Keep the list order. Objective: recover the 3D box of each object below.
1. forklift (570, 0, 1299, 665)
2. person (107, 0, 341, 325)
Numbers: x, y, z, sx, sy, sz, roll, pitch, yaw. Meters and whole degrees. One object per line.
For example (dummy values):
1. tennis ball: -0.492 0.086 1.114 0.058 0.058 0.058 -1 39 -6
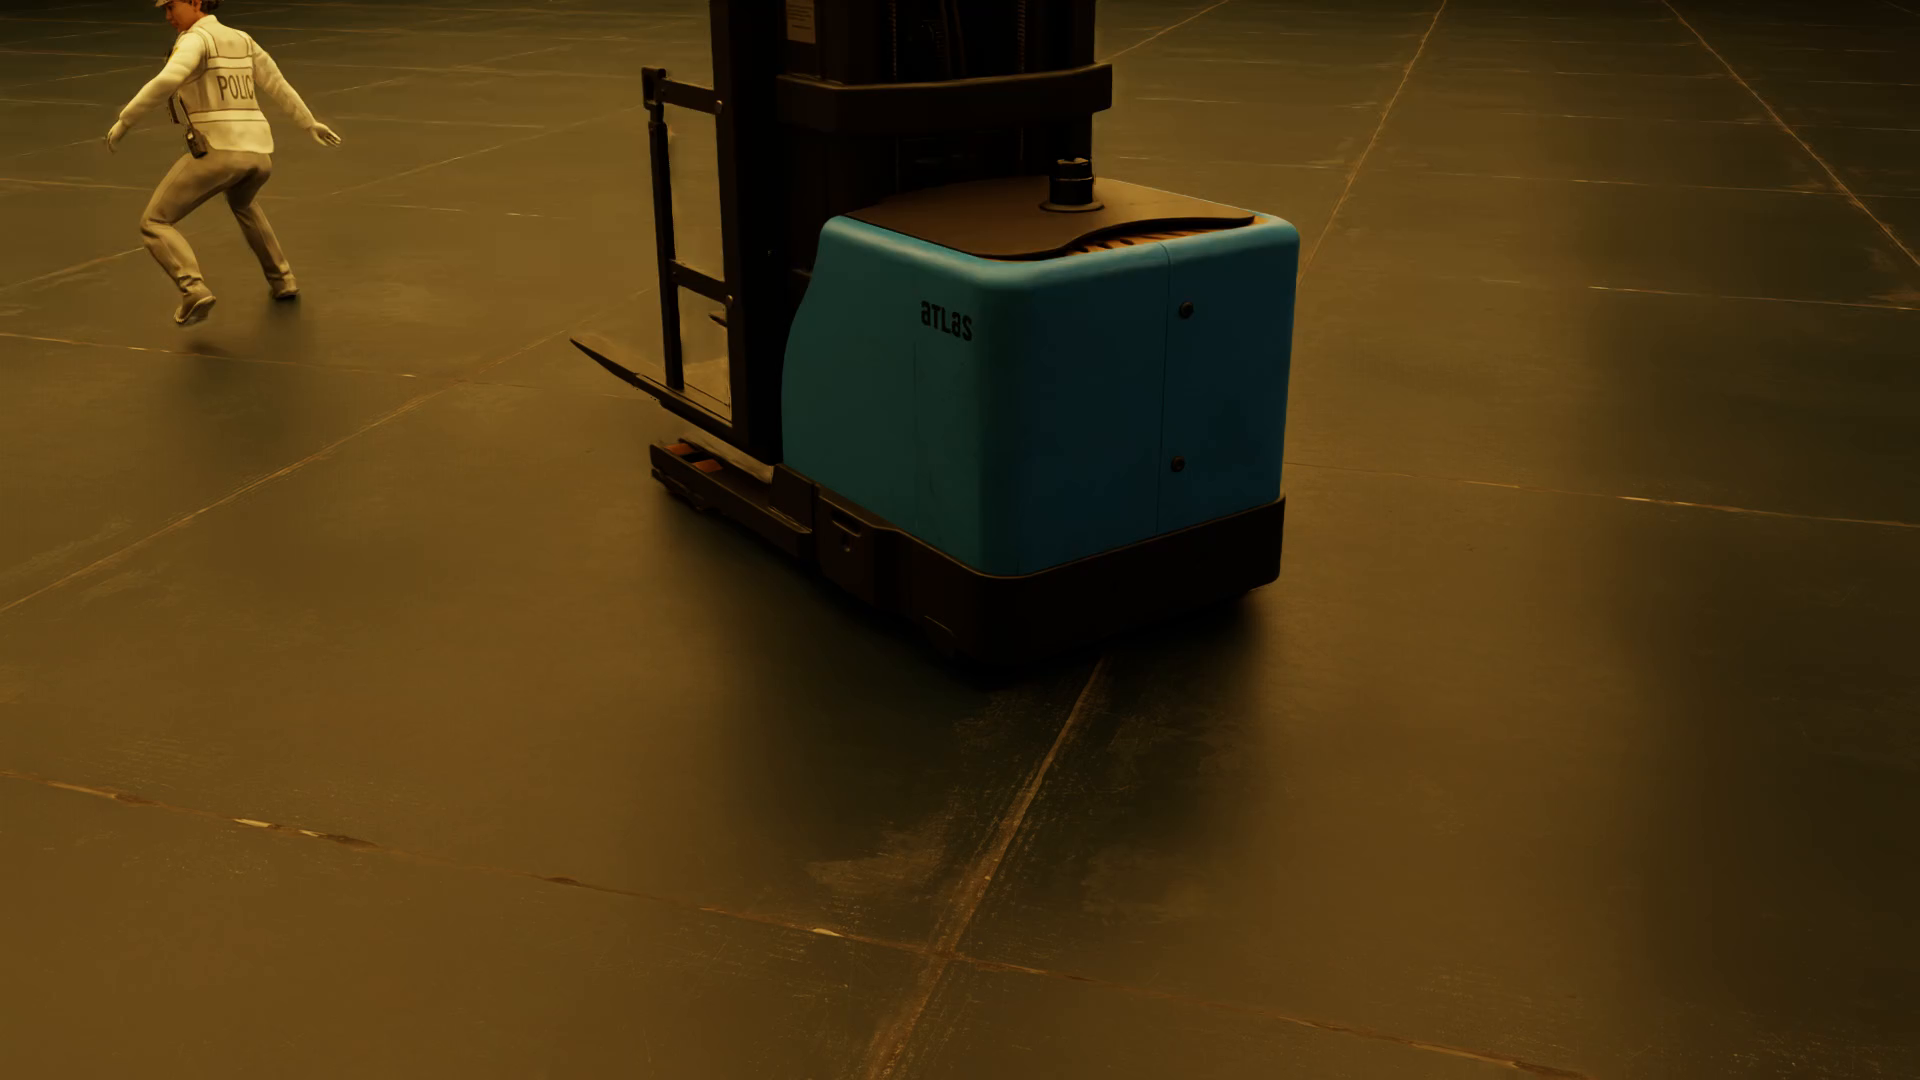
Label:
1. forklift: -0.363 -1.543 5.017 1.130 2.935 3.031 -15 27 -33
2. person: -3.251 -1.713 7.381 0.472 1.566 1.105 8 24 18
